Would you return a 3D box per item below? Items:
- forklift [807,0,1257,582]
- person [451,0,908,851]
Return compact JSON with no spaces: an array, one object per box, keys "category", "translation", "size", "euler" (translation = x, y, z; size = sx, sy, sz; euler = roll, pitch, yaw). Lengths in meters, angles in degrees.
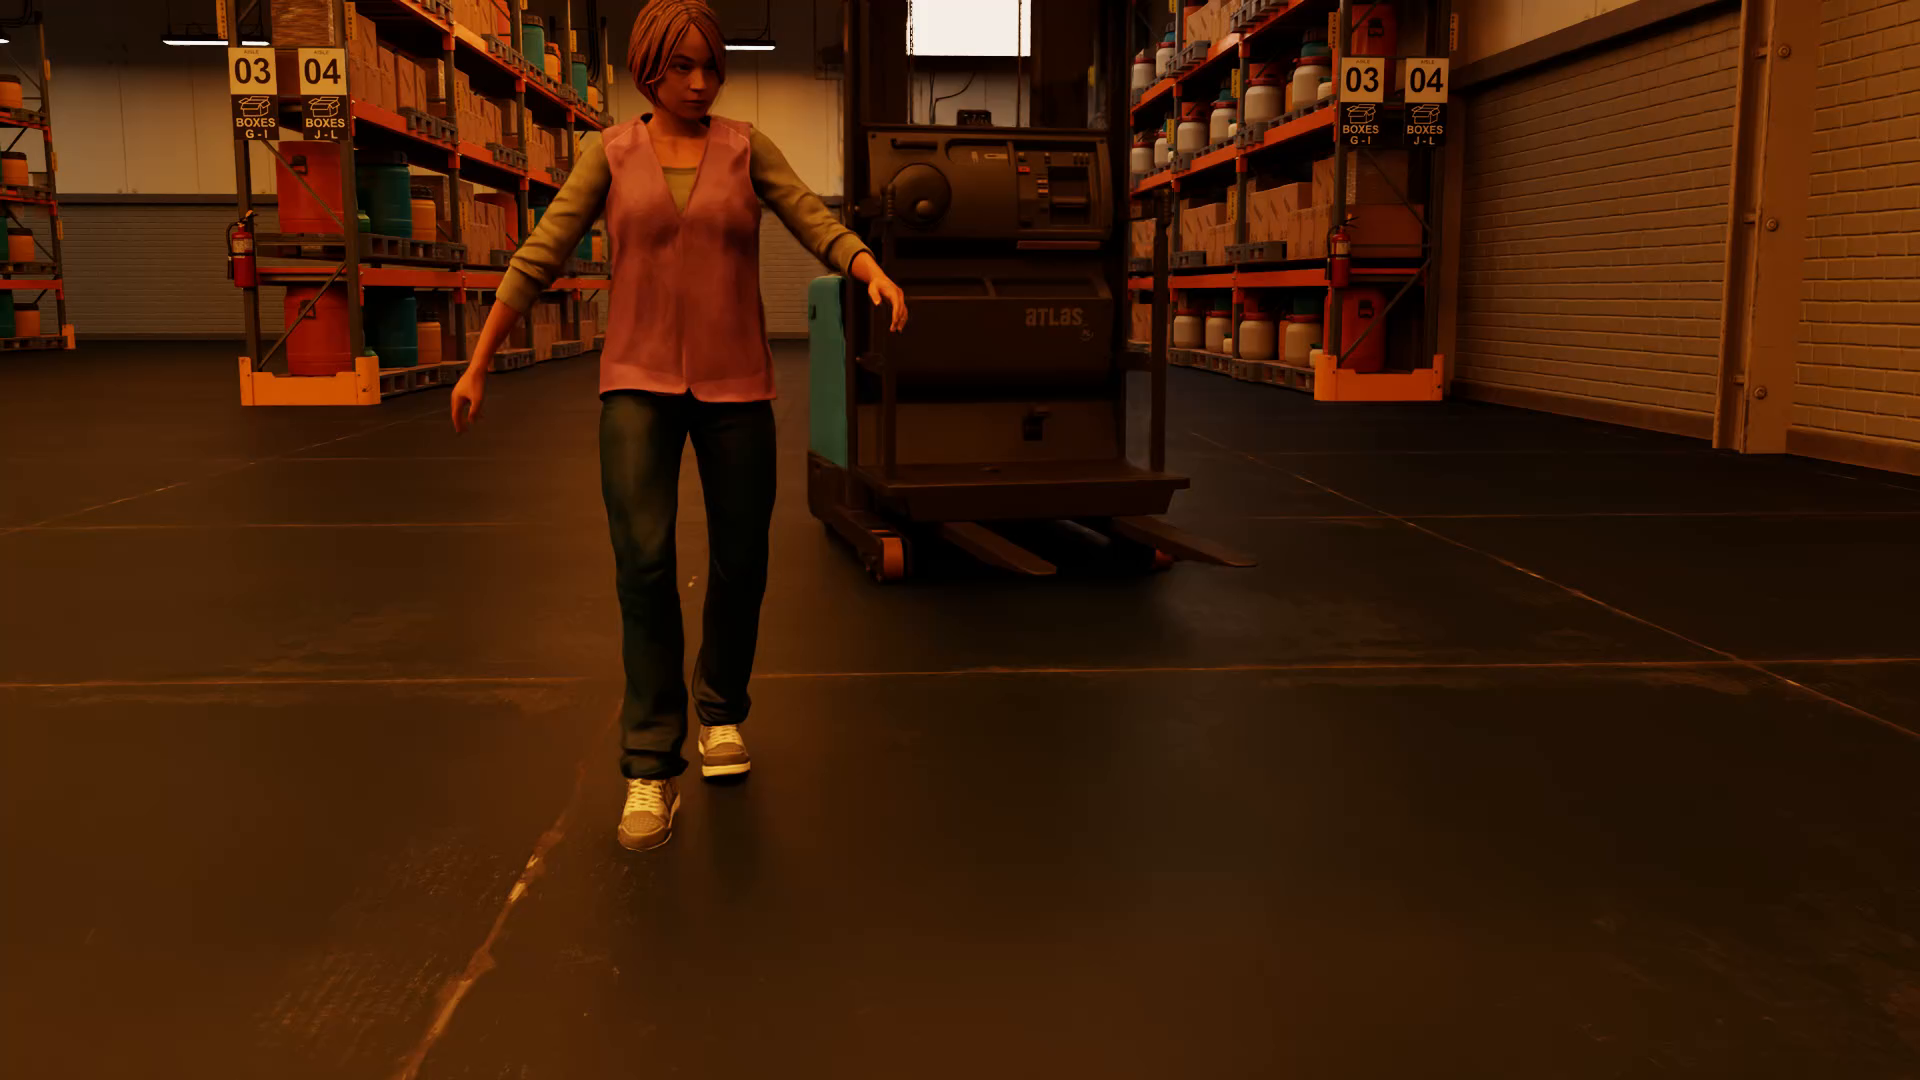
[{"category":"forklift","translation":[0.169,-1.361,6.000],"size":[1.130,2.935,3.031],"euler":[-2,9,-14]},{"category":"person","translation":[-0.562,-0.252,3.237],"size":[0.847,1.587,0.658],"euler":[-2,9,-12]}]
